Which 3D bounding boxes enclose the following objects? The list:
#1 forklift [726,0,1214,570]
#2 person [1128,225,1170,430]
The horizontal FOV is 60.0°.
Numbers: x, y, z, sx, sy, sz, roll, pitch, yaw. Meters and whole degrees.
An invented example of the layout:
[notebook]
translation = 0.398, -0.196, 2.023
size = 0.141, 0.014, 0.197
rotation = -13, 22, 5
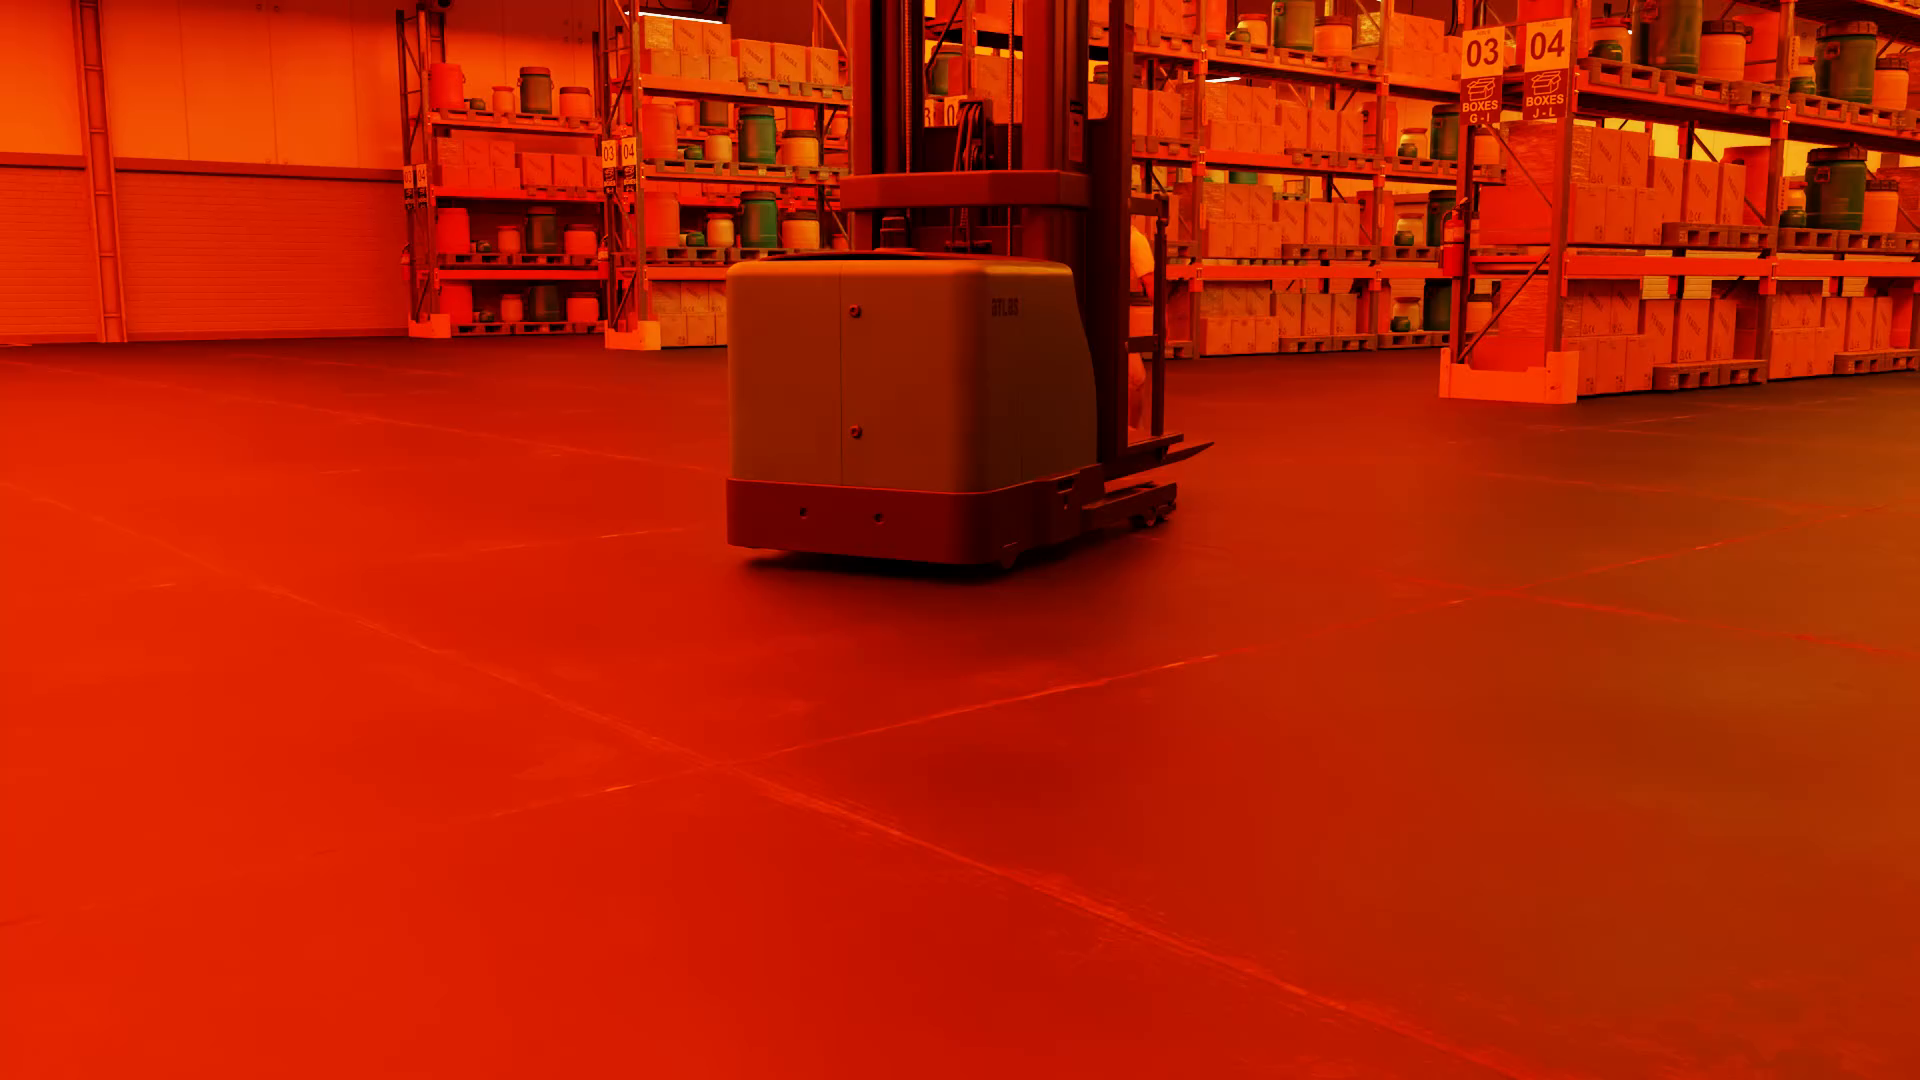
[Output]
[forklift]
translation = 0.275, -1.531, 6.852
size = 1.130, 2.935, 3.031
rotation = 4, 10, 26
[person]
translation = 0.810, -1.398, 10.144
size = 0.956, 1.669, 0.514
rotation = 2, 9, 13
